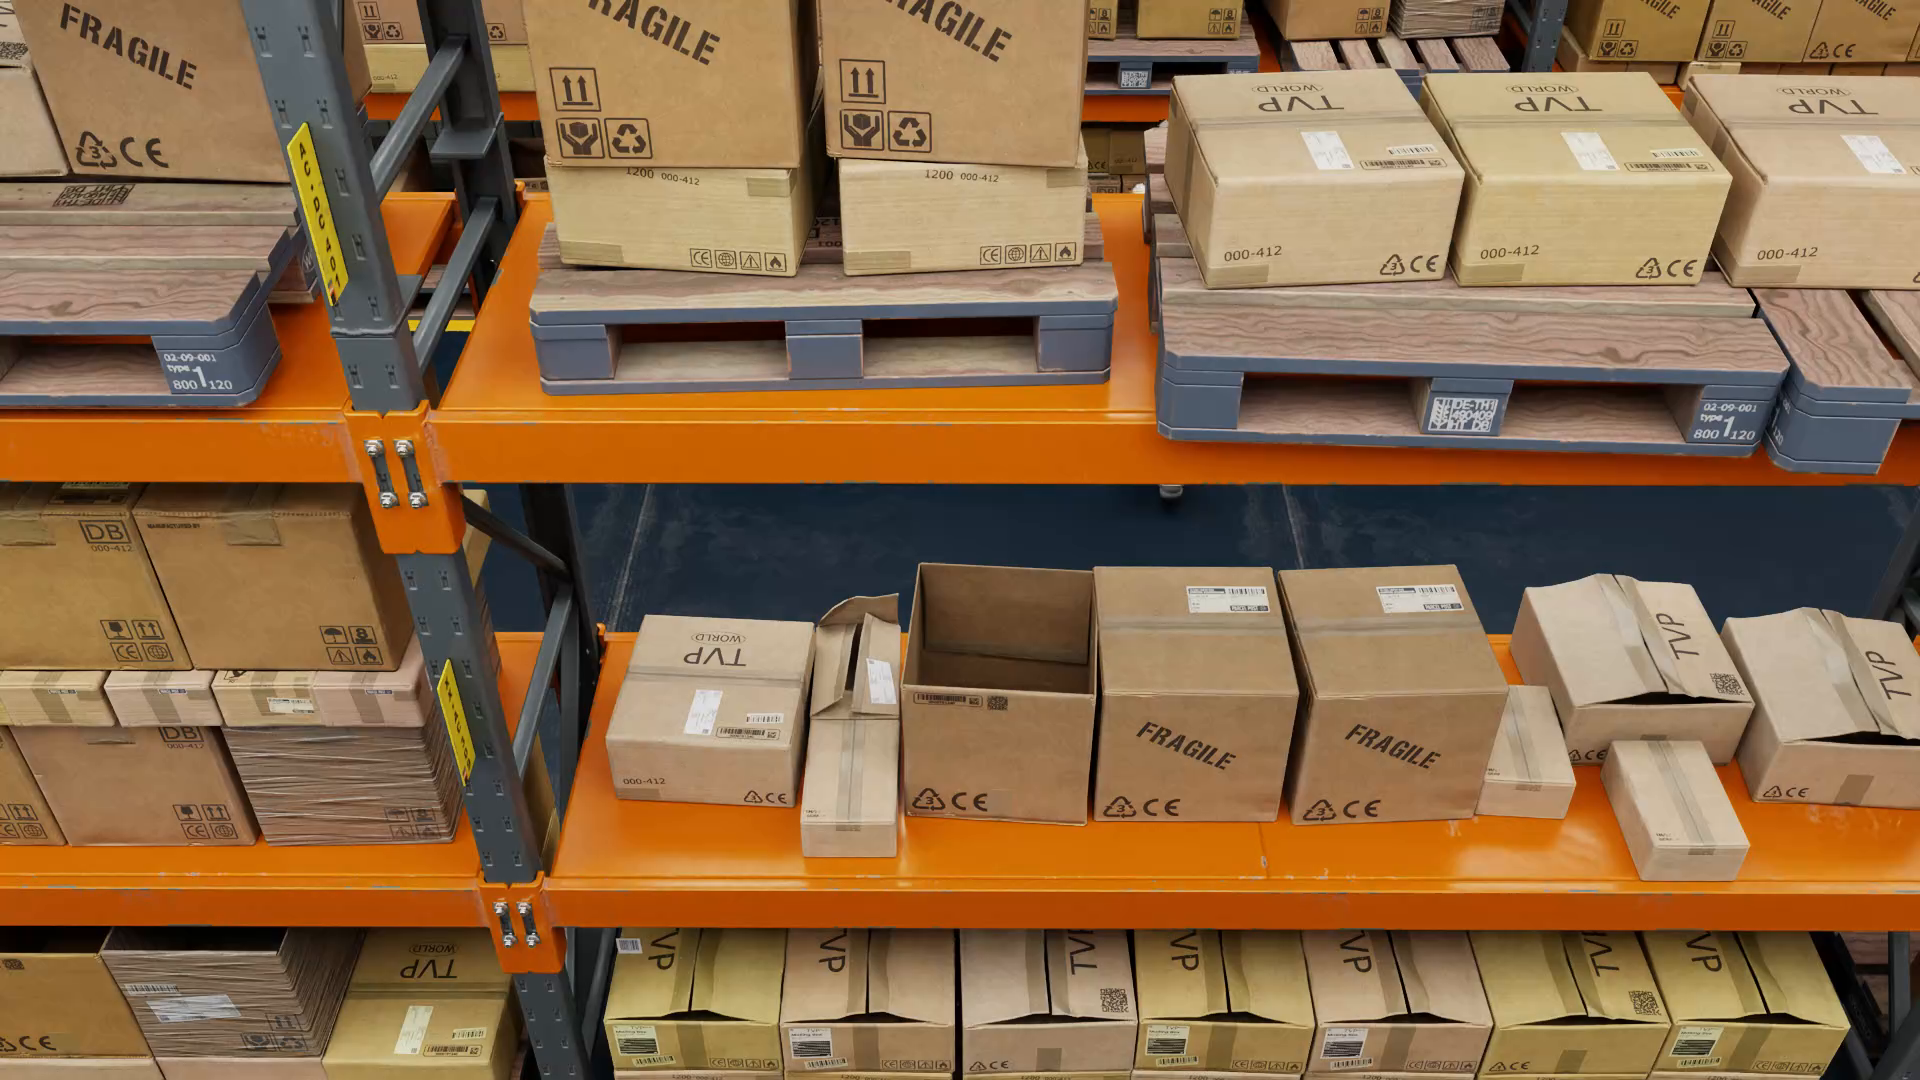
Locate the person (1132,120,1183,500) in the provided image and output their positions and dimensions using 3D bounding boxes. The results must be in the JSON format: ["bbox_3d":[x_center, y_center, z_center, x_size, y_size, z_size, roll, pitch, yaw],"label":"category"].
[{"bbox_3d":[0.911,-1.124,7.518,0.544,1.748,1.009,0,39,1],"label":"person"}]
